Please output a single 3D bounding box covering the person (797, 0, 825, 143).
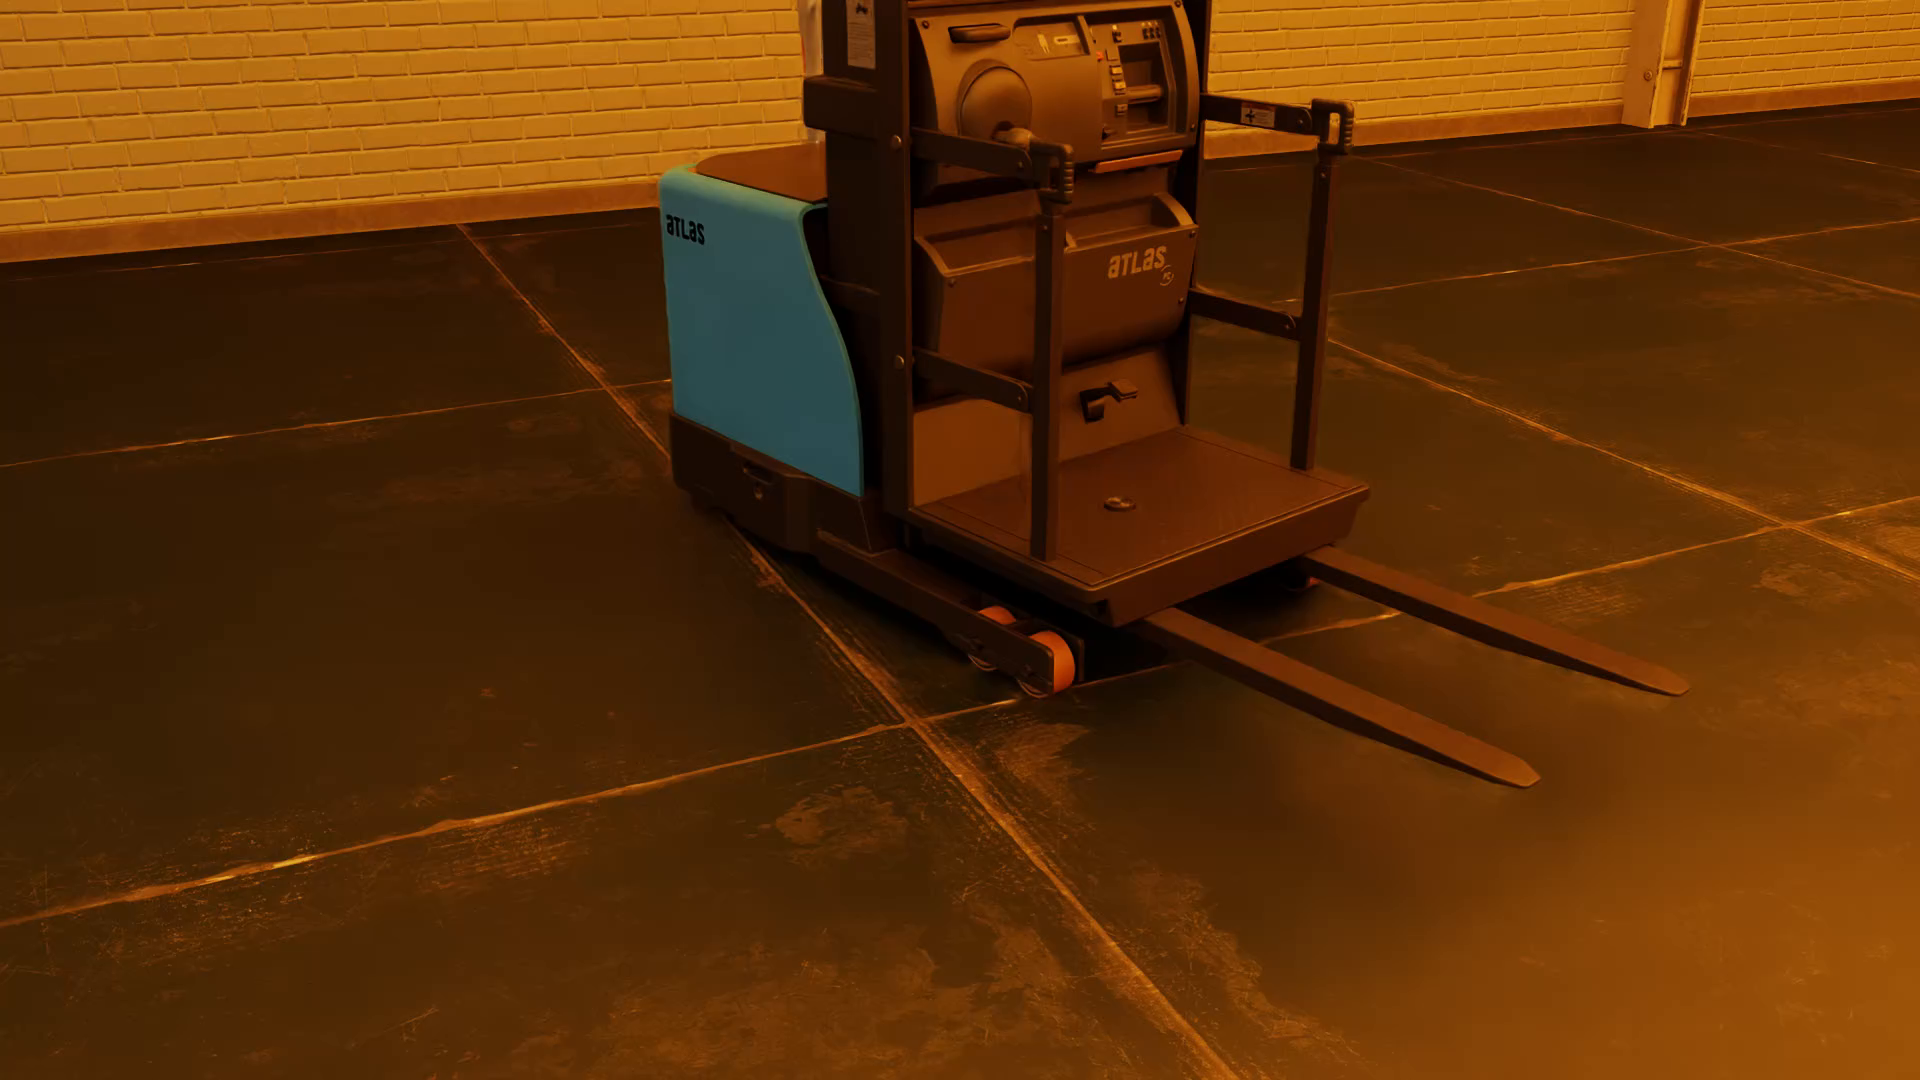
[{"bbox_3d":[-0.578,-1.977,7.686,0.377,1.674,0.459,-8,24,-19],"label":"person"}]

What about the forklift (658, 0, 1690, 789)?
[{"bbox_3d":[0.407,-1.177,4.119,1.130,2.935,3.031,-18,29,-37],"label":"forklift"}]
